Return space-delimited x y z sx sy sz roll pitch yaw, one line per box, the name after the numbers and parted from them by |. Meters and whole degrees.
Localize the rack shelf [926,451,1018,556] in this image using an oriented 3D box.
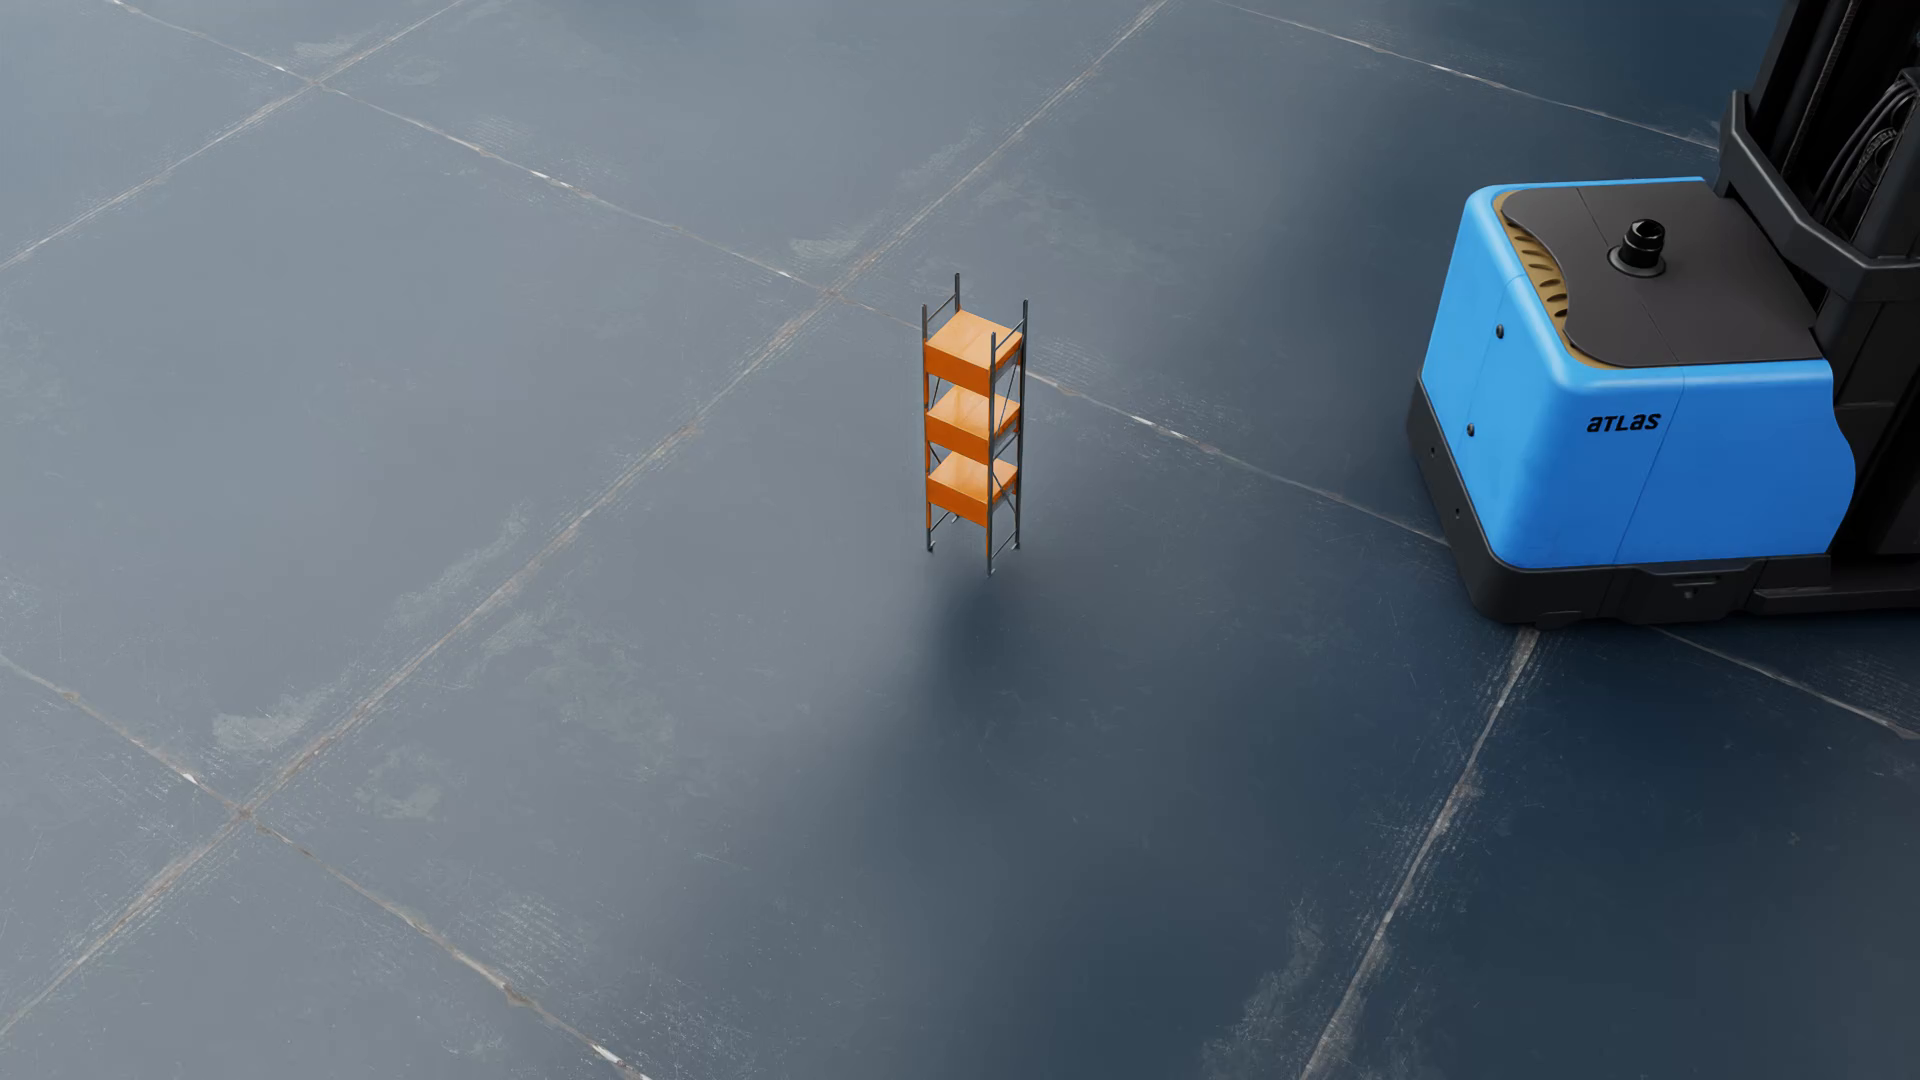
0.045 -0.144 5.560 0.240 0.259 0.215 25 51 22 | rack shelf

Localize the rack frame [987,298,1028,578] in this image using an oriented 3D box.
0.148 -0.298 5.307 0.008 1.050 0.200 25 51 22 | rack frame

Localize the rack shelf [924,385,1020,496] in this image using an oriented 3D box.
0.045 -0.338 5.361 0.240 0.259 0.215 25 51 22 | rack shelf

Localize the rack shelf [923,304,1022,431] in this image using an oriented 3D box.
0.045 -0.536 5.157 0.240 0.259 0.215 25 51 22 | rack shelf

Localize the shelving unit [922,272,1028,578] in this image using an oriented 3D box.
0.045 -0.345 5.353 0.252 1.050 0.215 25 51 22 | shelving unit

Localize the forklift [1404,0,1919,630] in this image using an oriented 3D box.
3.159 -1.152 4.826 3.031 2.935 1.130 -3 46 -3 | forklift

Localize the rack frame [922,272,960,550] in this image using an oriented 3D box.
-0.058 -0.392 5.399 0.008 1.050 0.200 25 51 22 | rack frame
